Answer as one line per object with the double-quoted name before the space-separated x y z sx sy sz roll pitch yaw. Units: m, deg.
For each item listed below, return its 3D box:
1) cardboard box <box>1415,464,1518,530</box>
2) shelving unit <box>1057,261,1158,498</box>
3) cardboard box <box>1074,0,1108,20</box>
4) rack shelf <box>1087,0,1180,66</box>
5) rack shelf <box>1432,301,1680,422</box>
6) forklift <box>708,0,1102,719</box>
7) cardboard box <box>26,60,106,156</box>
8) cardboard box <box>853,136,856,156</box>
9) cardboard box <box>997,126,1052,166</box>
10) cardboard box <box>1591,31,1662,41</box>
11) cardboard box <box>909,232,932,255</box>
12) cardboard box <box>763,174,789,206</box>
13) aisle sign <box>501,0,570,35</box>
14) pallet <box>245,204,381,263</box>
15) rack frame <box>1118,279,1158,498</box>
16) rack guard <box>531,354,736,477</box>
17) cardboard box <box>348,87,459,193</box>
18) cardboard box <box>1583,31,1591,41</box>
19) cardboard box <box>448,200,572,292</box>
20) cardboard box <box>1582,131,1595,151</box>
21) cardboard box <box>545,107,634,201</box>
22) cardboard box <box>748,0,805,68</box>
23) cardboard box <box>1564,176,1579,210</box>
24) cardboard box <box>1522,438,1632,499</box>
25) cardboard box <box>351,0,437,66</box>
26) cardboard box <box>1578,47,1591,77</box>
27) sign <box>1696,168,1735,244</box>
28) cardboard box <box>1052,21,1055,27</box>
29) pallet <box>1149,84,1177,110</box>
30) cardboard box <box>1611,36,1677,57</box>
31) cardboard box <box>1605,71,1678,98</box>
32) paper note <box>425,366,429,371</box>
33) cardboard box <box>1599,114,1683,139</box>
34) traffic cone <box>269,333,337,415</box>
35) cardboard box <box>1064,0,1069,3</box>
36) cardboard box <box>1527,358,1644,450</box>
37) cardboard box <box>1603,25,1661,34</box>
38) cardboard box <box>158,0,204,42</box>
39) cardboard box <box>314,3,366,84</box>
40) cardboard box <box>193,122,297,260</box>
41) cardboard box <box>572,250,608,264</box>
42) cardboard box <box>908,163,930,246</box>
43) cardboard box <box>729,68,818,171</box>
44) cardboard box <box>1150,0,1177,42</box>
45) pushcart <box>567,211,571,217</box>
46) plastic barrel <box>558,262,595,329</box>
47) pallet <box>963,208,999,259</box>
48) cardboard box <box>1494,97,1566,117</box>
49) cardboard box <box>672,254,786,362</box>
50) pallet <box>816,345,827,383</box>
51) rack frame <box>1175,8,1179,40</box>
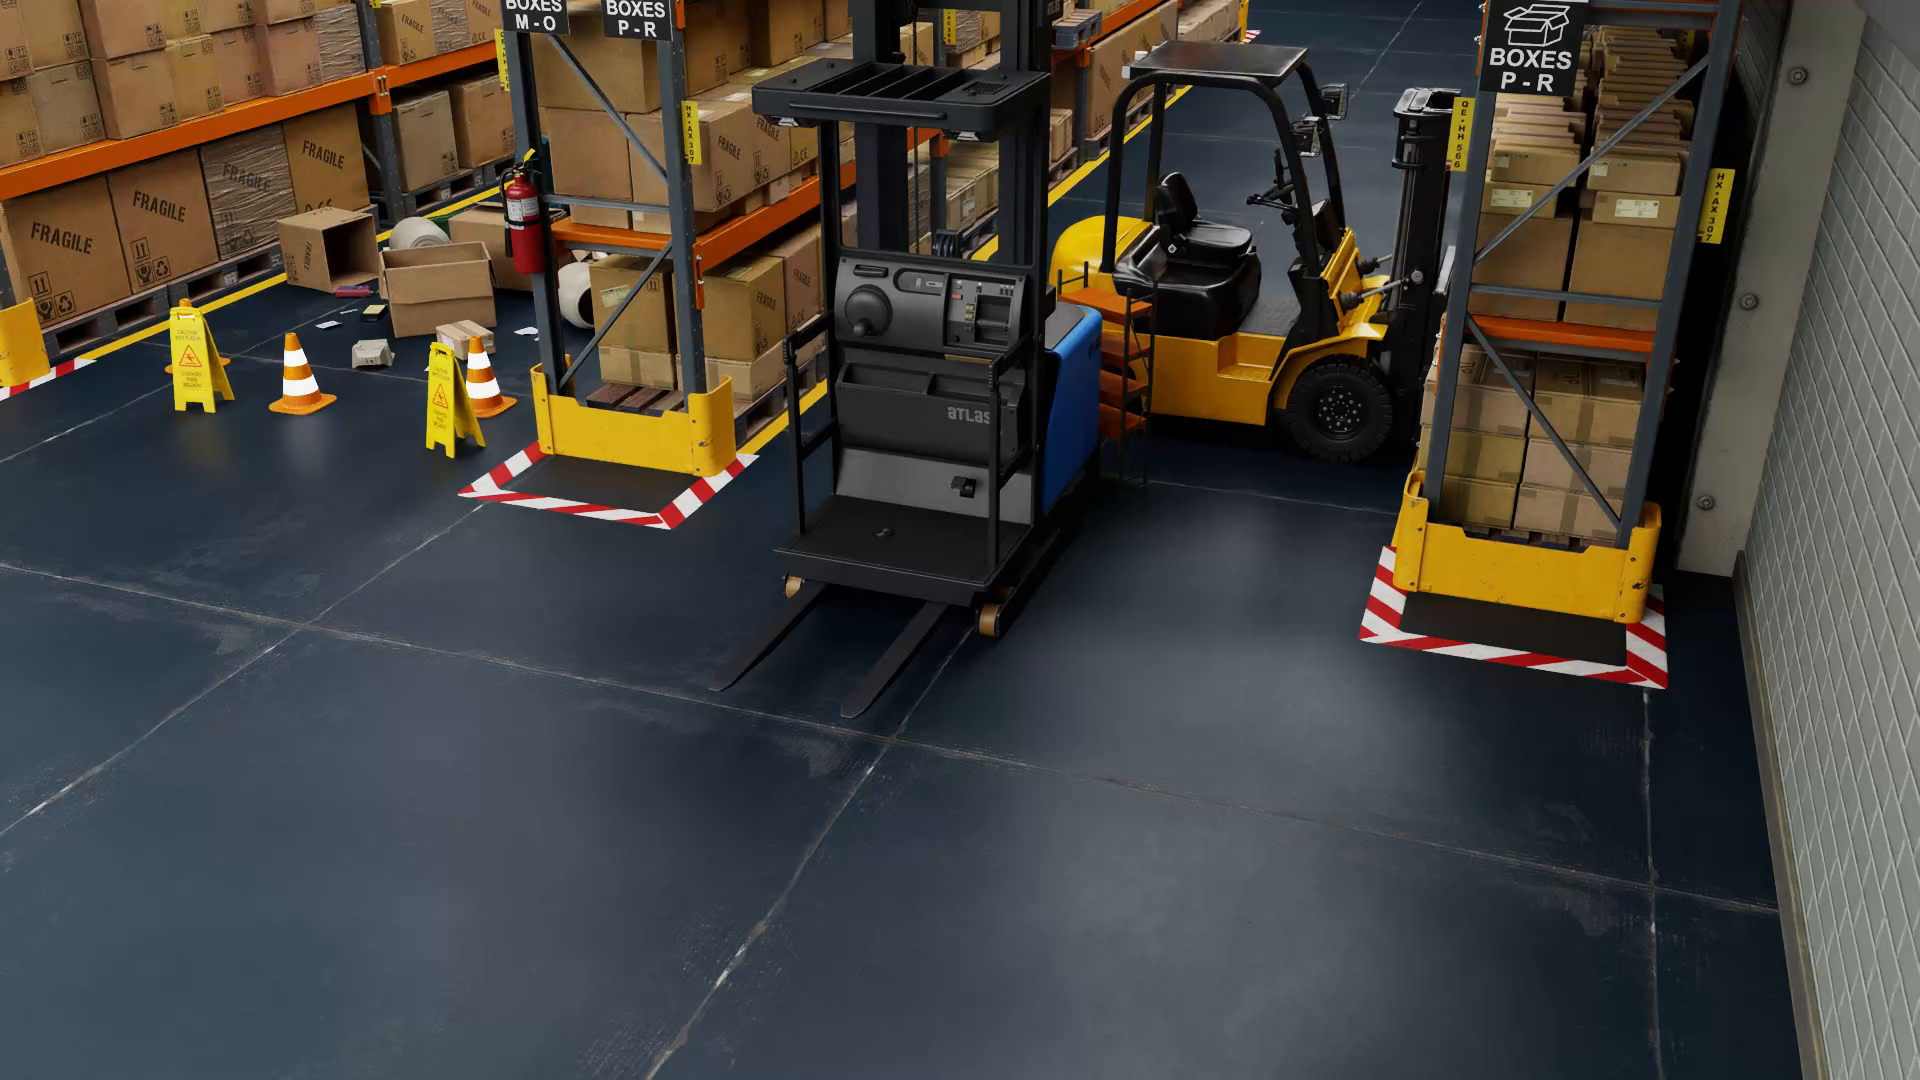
"cardboard box" 2.616 -0.298 8.596 0.500 0.250 0.500 9 27 18
"shelving unit" 0.793 -0.888 9.207 0.503 1.200 0.258 23 34 39
"cardboard box" 1.138 -5.210 16.241 0.500 0.250 0.500 8 27 17
"rack shelf" 1.403 -5.611 17.723 1.077 0.370 4.000 9 27 17
"rack shelf" 3.423 -1.605 9.449 1.077 0.370 4.000 9 27 17
"forklift" -0.217 -1.064 7.585 1.130 2.935 3.031 9 27 18
"cardboard box" -6.383 -2.958 11.245 0.875 0.550 0.550 9 27 17
"cardboard box" -0.861 -2.661 11.093 0.380 0.149 0.250 8 27 17
"cardboard box" 0.302 -3.584 15.245 0.950 0.372 0.625 8 27 16
"cardboard box" 5.020 -3.706 12.561 0.500 0.250 0.500 8 27 16
"cardboard box" -0.537 -2.139 12.399 0.500 0.250 0.500 10 28 20
"cardboard box" -1.253 -2.123 9.981 0.380 0.149 0.250 9 27 18
"aisle sign" -2.219 -3.012 8.546 0.394 0.787 0.004 9 27 17
"pallet" -5.622 -2.590 13.856 1.003 0.211 1.213 9 27 17
"rack frame" 0.966 -0.813 9.052 0.015 1.200 0.240 23 34 39
"rack guard" -1.899 -0.732 9.688 1.175 0.500 0.348 9 27 17
"cardboard box" -5.173 -3.590 14.823 1.050 0.750 0.750 9 27 17
"cardboard box" 4.193 -3.462 11.600 0.380 0.149 0.250 9 27 17
"cardboard box" -3.424 -2.238 12.638 0.797 0.637 0.503 9 27 17
"cardboard box" 3.676 -1.946 9.213 0.500 0.500 0.500 9 27 18
"cardboard box" -2.004 -2.268 9.535 0.500 0.500 0.500 8 27 17
"cardboard box" -1.415 -3.312 10.546 0.700 0.500 0.500 9 27 17
"cardboard box" 2.855 -1.605 8.507 0.500 0.500 0.500 10 27 19
"cardboard box" 3.110 -0.447 8.331 0.500 0.250 0.500 9 27 18
"cardboard box" -4.866 -4.368 14.214 0.500 0.500 0.500 9 27 18
"cardboard box" 3.625 -2.907 10.112 0.380 0.149 0.250 8 27 16
"sign" 3.279 -1.450 7.218 0.100 0.325 0.005 9 27 17
"cardboard box" 0.618 -4.572 14.558 0.380 0.149 0.250 9 27 18
"pallet" 1.883 -5.174 19.194 1.003 0.211 1.213 9 27 17
"cardboard box" 4.267 -3.047 10.401 0.380 0.149 0.250 9 27 18
"cardboard box" 3.811 -2.525 9.323 0.380 0.149 0.250 8 27 17
"paper note" -3.487 -1.166 11.124 0.148 0.019 0.142 0 26 -1
"cardboard box" 3.361 -1.998 8.234 0.380 0.149 0.250 9 27 18
"traffic cone" -4.158 -1.069 10.427 0.336 0.463 0.334 9 27 17
"cardboard box" 0.687 -5.040 14.779 0.500 0.500 0.500 8 27 17
"cardboard box" 3.096 -0.679 8.236 0.500 0.250 0.500 8 27 17
"cardboard box" 4.803 -3.613 11.911 0.380 0.149 0.250 9 27 17
"cardboard box" -6.002 -3.889 11.929 0.875 0.550 0.500 9 27 17
"cardboard box" -5.406 -4.060 13.521 0.875 0.550 0.550 9 27 17
"cardboard box" -5.867 -2.759 12.963 0.875 0.875 0.875 9 27 18
"cardboard box" -2.888 -2.215 13.021 0.258 0.266 0.396 -9 27 -18
"cardboard box" -0.537 -2.476 12.235 0.500 0.500 0.500 8 27 17
"cardboard box" -1.168 -2.582 10.184 0.500 0.500 0.500 8 27 16
"cardboard box" 1.938 -5.723 19.085 0.875 0.875 0.875 10 27 19
"pushcart" -2.760 -2.599 13.686 1.648 0.377 0.936 0 26 -1
"plastic barrel" -2.665 -1.734 11.847 0.421 0.421 0.512 -14 29 -27
"pallet" -0.336 -2.535 13.743 1.003 0.211 1.213 9 27 17
"cardboard box" 2.927 -2.188 8.626 0.380 0.149 0.250 9 27 19
"cardboard box" -1.388 -1.416 10.045 0.500 0.500 0.500 8 27 16
"pallet" -1.188 -1.430 11.462 1.003 0.211 1.213 9 27 17
"rack frame" 2.069 -6.757 19.264 1.000 3.000 0.127 9 27 17
